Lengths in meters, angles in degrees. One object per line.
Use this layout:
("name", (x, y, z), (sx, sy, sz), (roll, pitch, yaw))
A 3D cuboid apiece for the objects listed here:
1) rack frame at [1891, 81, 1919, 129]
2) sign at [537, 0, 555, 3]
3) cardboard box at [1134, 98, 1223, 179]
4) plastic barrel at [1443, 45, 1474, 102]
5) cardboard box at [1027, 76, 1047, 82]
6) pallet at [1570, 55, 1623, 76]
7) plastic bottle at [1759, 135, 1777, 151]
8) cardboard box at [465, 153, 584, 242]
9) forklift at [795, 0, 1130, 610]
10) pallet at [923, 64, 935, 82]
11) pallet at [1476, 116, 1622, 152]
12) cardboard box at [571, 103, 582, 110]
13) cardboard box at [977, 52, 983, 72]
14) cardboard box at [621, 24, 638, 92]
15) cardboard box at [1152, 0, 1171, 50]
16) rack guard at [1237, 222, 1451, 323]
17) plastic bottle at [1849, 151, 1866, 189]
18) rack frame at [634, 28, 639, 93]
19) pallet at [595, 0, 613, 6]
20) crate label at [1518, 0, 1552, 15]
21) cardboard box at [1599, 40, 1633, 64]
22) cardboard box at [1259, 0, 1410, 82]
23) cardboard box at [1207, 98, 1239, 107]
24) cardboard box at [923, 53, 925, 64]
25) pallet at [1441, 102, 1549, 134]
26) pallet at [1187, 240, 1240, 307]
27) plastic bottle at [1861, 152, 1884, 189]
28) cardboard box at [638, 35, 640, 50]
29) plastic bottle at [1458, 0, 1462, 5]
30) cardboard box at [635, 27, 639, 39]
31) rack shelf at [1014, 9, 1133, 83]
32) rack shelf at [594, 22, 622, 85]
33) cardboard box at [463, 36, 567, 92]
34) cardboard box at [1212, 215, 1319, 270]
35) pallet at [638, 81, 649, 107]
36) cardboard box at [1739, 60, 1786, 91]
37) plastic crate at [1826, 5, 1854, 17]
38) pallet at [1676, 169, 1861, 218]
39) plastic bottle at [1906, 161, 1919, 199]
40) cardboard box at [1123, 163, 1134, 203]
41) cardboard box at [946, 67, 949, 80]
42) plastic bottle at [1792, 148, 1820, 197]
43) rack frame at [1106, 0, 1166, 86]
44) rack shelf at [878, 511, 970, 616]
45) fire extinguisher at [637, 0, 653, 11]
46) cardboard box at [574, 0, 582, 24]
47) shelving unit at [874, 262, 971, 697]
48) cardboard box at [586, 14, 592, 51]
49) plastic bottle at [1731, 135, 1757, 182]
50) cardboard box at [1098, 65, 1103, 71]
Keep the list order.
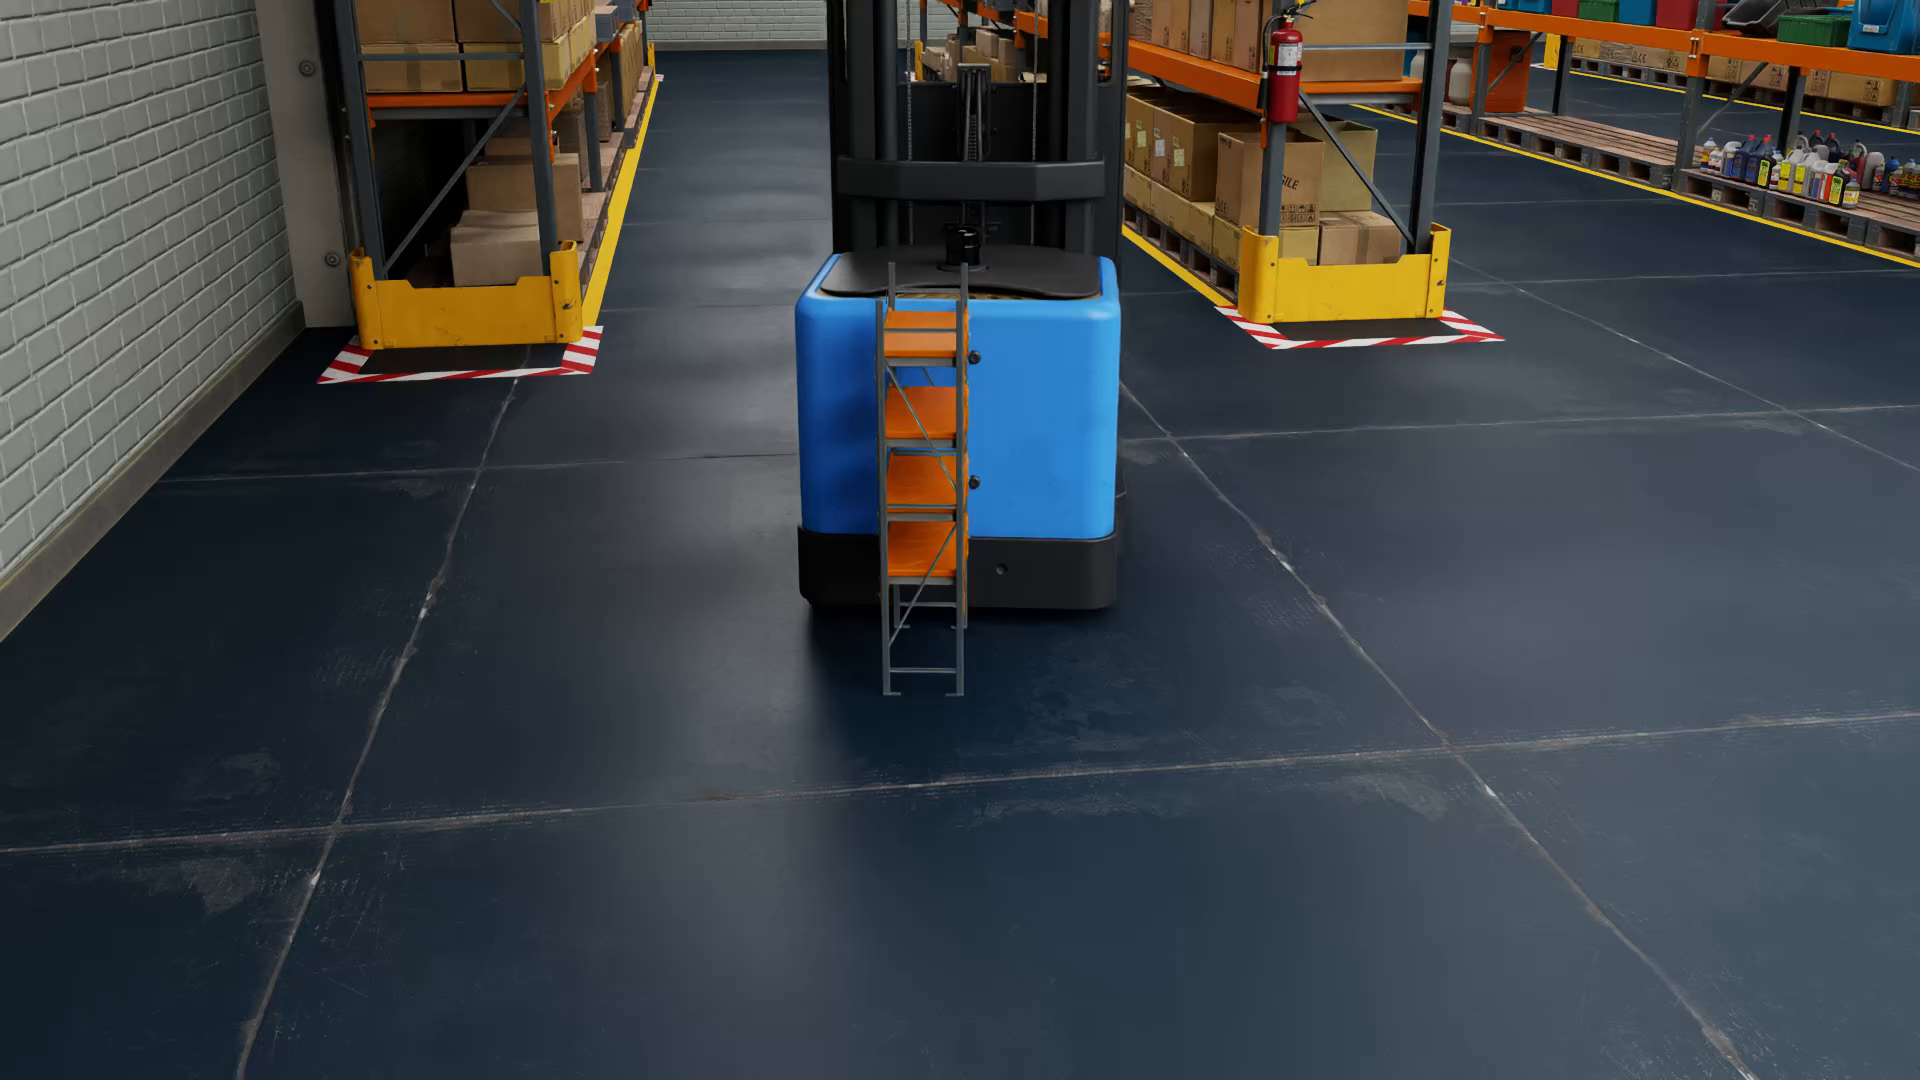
("rack frame", (10.877, -6.010, 18.021), (1.000, 3.000, 0.127), (-3, 21, -8))
("sign", (-2.138, -2.924, 8.520), (0.100, 0.325, 0.005), (-3, 21, -8))
("cardboard box", (1.551, -2.864, 11.856), (0.500, 0.500, 0.500), (-3, 21, -8))
("plastic barrel", (5.725, -5.387, 19.199), (0.600, 0.588, 0.708), (-3, 21, -8))
("cardboard box", (0.942, -4.306, 15.985), (0.500, 0.311, 0.500), (-3, 21, -9))
("pallet", (9.916, -7.201, 25.194), (1.003, 0.211, 1.213), (-3, 21, -8))
("plastic bottle", (6.400, -3.048, 13.246), (0.144, 0.351, 0.185), (-3, 21, -8))
("cardboard box", (-2.824, -2.224, 10.827), (0.700, 0.500, 0.500), (-4, 21, -11))
("forklift", (0.081, -1.616, 6.355), (1.130, 2.935, 3.031), (1, 21, 3))
("pallet", (0.047, -6.673, 23.781), (1.003, 0.211, 1.213), (-3, 21, -8))
("pallet", (6.049, -4.184, 17.117), (1.003, 0.211, 1.213), (-3, 21, -8))
("cardboard box", (-3.498, -3.341, 13.819), (0.700, 0.500, 0.500), (-3, 21, -9))
("cardboard box", (0.478, -5.395, 19.317), (0.500, 0.500, 0.500), (-3, 21, -7))
("cardboard box", (-4.183, -5.617, 19.440), (0.750, 0.750, 0.750), (-3, 21, -7))
("cardboard box", (1.802, -3.838, 12.063), (0.700, 0.500, 0.500), (-3, 21, -8))
("rack guard", (2.230, -1.563, 9.686), (1.175, 0.500, 0.348), (-3, 21, -8))
("plastic bottle", (6.918, -2.860, 12.841), (0.061, 0.283, 0.133), (-3, 21, -8))
("rack frame", (-4.405, -6.646, 19.722), (1.000, 3.000, 0.127), (-3, 21, -8))
("pallet", (-3.502, -4.488, 14.218), (1.003, 0.211, 1.213), (-3, 21, -8))
("crate label", (5.851, -5.419, 16.388), (0.502, 0.435, 0.616), (-3, 21, -8))
("cardboard box", (10.026, -7.449, 24.309), (0.875, 0.875, 0.875), (-3, 21, -8))
("cardboard box", (2.172, -2.951, 9.688), (0.700, 0.500, 0.500), (-3, 21, -8))
("cardboard box", (2.069, -2.891, 11.927), (0.500, 0.500, 0.500), (-3, 21, -8))
("cardboard box", (-0.324, -6.912, 23.855), (0.380, 0.166, 0.250), (-3, 21, -8))
("pallet", (5.820, -4.725, 18.565), (1.003, 0.211, 1.213), (-3, 21, -8))
("pallet", (2.075, -1.698, 10.462), (1.003, 0.211, 1.213), (-3, 21, -8))
("plastic bottle", (7.024, -2.862, 12.857), (0.152, 0.276, 0.135), (-3, 21, -7))
("cardboard box", (-4.636, -6.472, 22.229), (0.700, 0.500, 0.500), (-4, 21, -10))
("plastic bottle", (5.463, -5.907, 18.028), (0.097, 0.201, 0.097), (0, 20, 0))
("cardboard box", (-4.355, -6.548, 21.506), (0.380, 0.149, 0.250), (-4, 21, -9))
("rack shelf", (1.361, -4.482, 14.959), (1.077, 0.370, 4.000), (-3, 21, -8))
("rack shelf", (-3.540, -4.231, 14.286), (1.077, 0.370, 4.000), (-3, 21, -8))
("cardboard box", (-2.431, -2.615, 9.116), (0.500, 0.250, 0.500), (-4, 21, -9))
("cardboard box", (1.857, -1.821, 10.135), (0.500, 0.250, 0.500), (-3, 21, -8))
("pallet", (-4.437, -5.607, 20.926), (1.003, 0.211, 1.213), (-3, 21, -8))
("cardboard box", (10.542, -6.067, 20.608), (1.225, 0.875, 0.875), (-4, 21, -10))
("plastic crate", (6.980, -3.936, 12.681), (0.499, 0.251, 0.616), (-3, 21, -8))
("pallet", (6.607, -2.835, 13.504), (1.003, 0.211, 1.213), (-3, 21, -8))
("plastic bottle", (7.126, -2.681, 12.377), (0.097, 0.271, 0.097), (0, 20, 0))
("cardboard box", (1.484, -2.686, 12.451), (0.500, 0.250, 0.500), (-3, 21, -8))
("cardboard box", (0.020, -6.077, 21.646), (0.380, 0.149, 0.250), (-3, 21, -8))
("plastic bottle", (6.373, -2.763, 12.485), (0.144, 0.351, 0.185), (-2, 21, -6))
("rack frame", (1.650, -4.127, 12.979), (1.000, 3.000, 0.127), (-3, 21, -8))
("rack shelf", (-0.103, 0.064, 5.077), (0.258, 0.148, 0.480), (1, 21, 1))
("fire extinguisher", (-4.547, -7.895, 23.711), (0.296, 0.674, 0.183), (-3, 21, -8))
("cardboard box", (-2.662, -3.491, 10.389), (0.500, 0.500, 0.500), (-2, 21, -6))
("shelving unit", (-0.103, -0.183, 4.979), (0.258, 1.200, 0.503), (1, 21, 1))
("cardboard box", (-2.820, -3.493, 11.468), (0.500, 0.250, 0.500), (-3, 21, -8))
("plastic bottle", (6.258, -3.040, 13.226), (0.144, 0.351, 0.185), (-2, 21, -6))
("cardboard box", (1.290, -4.719, 17.508), (0.500, 0.500, 0.500), (-2, 21, -5))
